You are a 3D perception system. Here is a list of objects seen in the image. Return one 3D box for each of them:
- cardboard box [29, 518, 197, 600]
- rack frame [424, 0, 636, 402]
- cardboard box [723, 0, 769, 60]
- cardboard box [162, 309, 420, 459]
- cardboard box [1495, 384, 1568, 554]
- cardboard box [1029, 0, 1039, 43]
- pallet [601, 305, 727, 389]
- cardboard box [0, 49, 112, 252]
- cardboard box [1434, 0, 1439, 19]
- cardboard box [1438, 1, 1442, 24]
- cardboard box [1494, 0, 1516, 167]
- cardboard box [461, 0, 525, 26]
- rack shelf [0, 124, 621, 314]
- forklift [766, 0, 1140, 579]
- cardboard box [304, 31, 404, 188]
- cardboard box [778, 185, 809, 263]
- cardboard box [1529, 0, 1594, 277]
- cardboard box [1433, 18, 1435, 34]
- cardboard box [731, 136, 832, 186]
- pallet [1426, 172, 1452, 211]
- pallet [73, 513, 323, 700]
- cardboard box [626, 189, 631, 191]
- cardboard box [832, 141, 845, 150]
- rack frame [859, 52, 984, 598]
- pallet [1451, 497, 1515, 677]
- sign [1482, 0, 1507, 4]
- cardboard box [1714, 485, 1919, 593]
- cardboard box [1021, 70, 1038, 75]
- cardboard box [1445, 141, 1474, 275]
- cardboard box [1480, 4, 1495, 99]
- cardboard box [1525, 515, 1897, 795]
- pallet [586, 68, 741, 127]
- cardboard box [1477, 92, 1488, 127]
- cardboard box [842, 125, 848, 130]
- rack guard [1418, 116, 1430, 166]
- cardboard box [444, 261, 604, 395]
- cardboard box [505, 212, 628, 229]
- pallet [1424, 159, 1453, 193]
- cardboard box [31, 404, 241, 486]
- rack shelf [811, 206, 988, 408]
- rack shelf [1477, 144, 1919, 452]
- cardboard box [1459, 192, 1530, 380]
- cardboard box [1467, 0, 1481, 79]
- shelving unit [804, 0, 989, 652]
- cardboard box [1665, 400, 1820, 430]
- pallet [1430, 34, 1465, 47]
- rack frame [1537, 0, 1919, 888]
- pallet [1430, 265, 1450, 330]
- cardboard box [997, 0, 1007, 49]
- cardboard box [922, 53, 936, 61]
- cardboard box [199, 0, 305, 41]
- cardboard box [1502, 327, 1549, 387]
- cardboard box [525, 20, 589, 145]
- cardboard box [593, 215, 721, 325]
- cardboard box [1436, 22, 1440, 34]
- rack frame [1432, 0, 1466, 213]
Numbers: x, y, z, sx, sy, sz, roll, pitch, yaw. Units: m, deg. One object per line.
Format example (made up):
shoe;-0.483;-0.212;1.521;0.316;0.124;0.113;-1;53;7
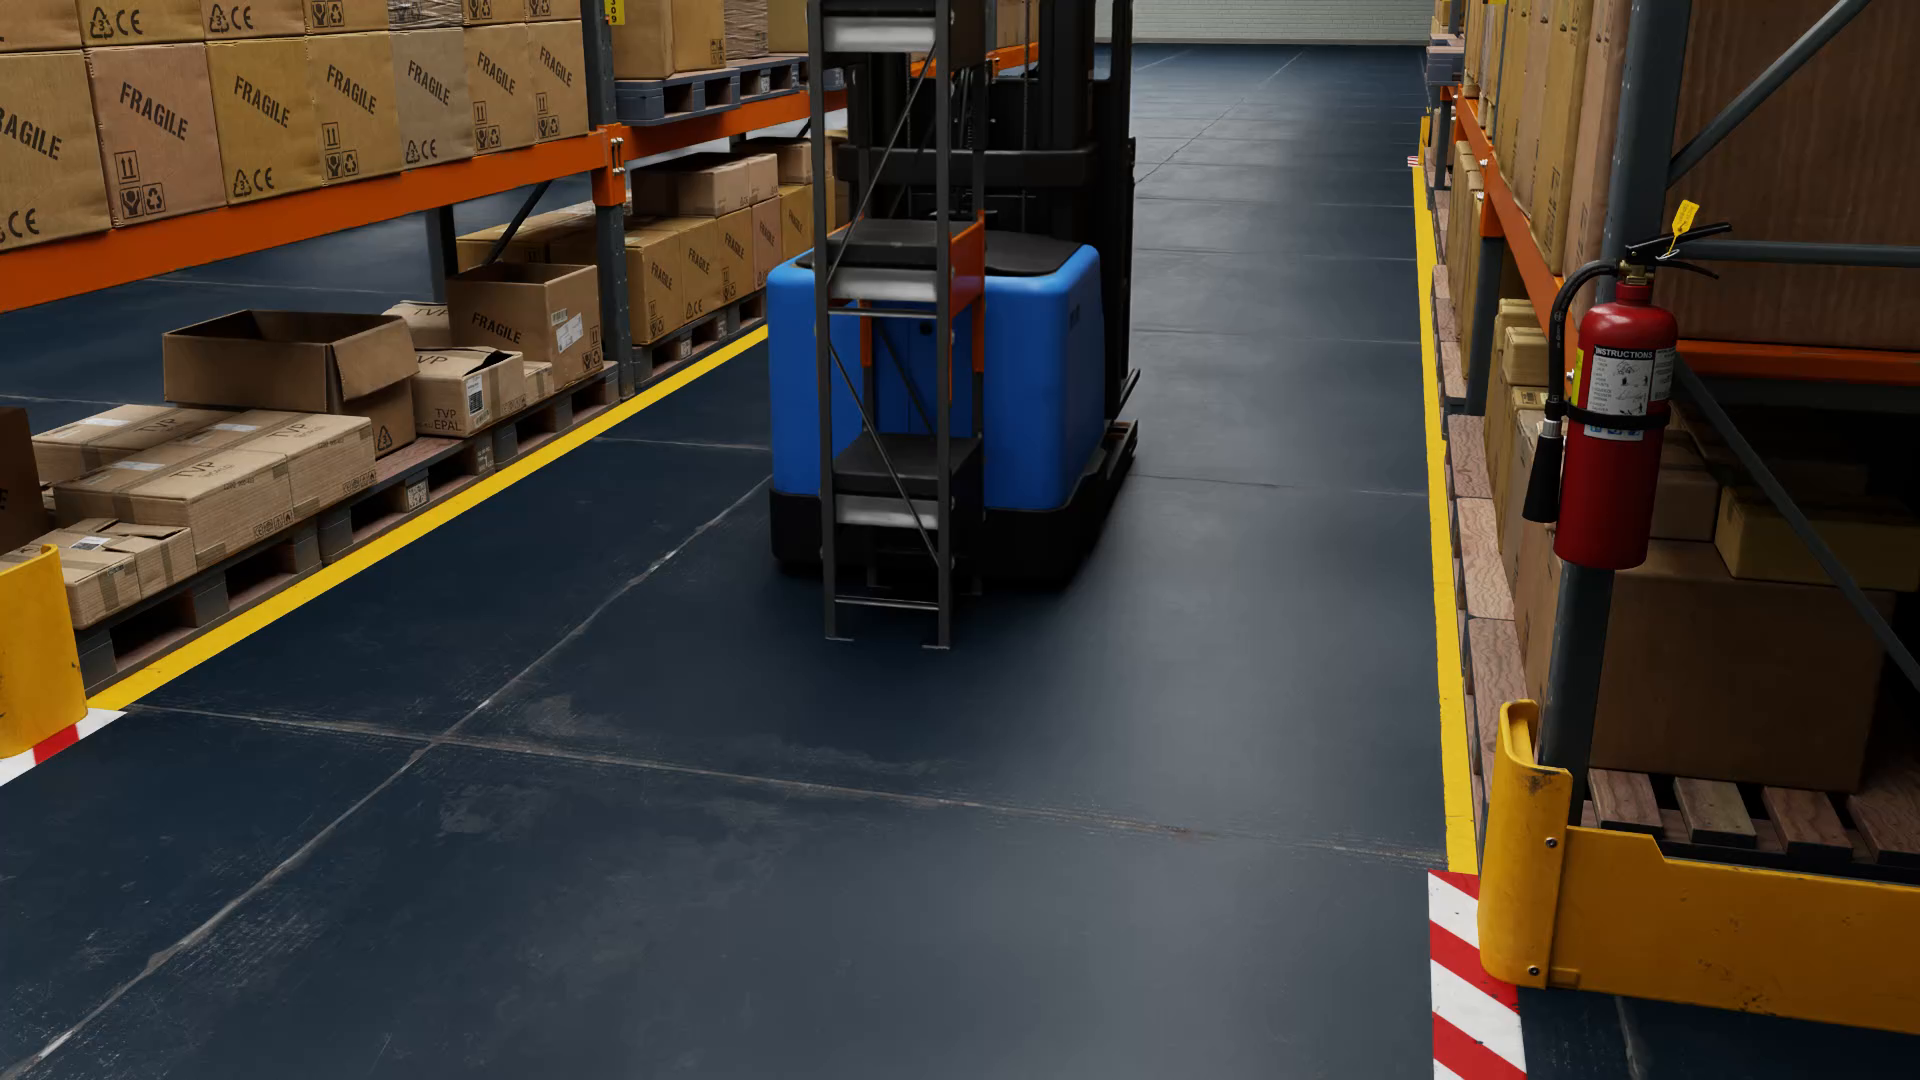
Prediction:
cardboard box;-2.597;0.049;5.107;0.380;0.166;0.250;5;19;13
rack frame;-2.117;-2.155;7.856;1.000;3.000;0.127;5;19;13
cardboard box;-1.592;-3.177;10.043;0.700;0.500;0.500;9;21;24
cardboard box;-2.571;-0.593;6.463;0.797;0.503;0.637;5;19;13
cardboard box;2.152;-0.237;5.457;0.700;0.500;0.500;5;20;15
cardboard box;0.438;-5.498;17.489;0.700;0.500;0.500;5;19;14
pallet;-1.955;-1.093;9.062;1.003;0.211;1.213;5;19;13
cardboard box;-2.730;-1.067;4.516;0.500;0.500;0.500;5;20;15
cardboard box;4.949;-5.378;16.333;0.500;0.500;0.500;4;19;12
cardboard box;4.574;-4.895;14.920;0.500;0.500;0.500;5;19;13
cardboard box;2.539;-1.738;6.172;0.980;0.700;0.700;5;19;14
cardboard box;-2.112;-2.336;6.684;0.500;0.500;0.500;4;19;12
rack shelf;-2.605;-1.188;6.137;1.077;0.370;4.000;5;19;13
forklift;0.158;-1.695;6.615;1.130;2.935;3.031;4;19;12
cardboard box;-2.360;-1.543;5.908;0.500;0.500;0.500;5;19;14
cardboard box;-1.267;-1.960;10.472;0.500;0.500;0.500;4;19;11
cardboard box;1.992;-1.043;4.136;0.980;0.700;0.700;5;19;13
cardboard box;5.080;-5.173;16.893;0.500;0.250;0.500;4;19;12
cardboard box;-1.150;-2.459;10.773;0.500;0.250;0.500;5;20;15
pallet;4.772;-3.166;15.130;1.003;0.211;1.213;5;19;13
pallet;-2.881;0.145;5.438;1.003;0.211;1.213;5;19;13
cardboard box;-1.778;-1.993;10.567;0.500;0.500;0.500;4;19;13
cardboard box;-1.129;-2.919;12.829;0.500;0.311;0.500;4;19;13
rack frame;-0.122;-0.815;5.325;0.400;2.100;0.015;4;19;12
pallet;2.130;0.170;5.362;1.003;0.211;1.213;5;19;13
sign;2.159;-2.315;6.656;0.100;0.325;0.005;5;19;13
cardboard box;1.948;-0.006;3.779;0.380;0.149;0.250;5;19;14
cardboard box;0.973;-4.977;18.562;0.500;0.500;0.500;5;19;13
cardboard box;3.358;-1.980;10.020;0.750;0.750;0.750;4;19;13
cardboard box;2.671;-2.288;7.599;0.500;0.500;0.500;5;19;14
cardboard box;1.785;0.246;4.045;0.700;0.500;0.500;5;19;13
pallet;-1.816;-2.306;8.595;1.003;0.211;1.213;5;19;13
cardboard box;2.649;-2.030;7.848;0.380;0.149;0.250;5;19;13
cardboard box;-0.757;-3.397;14.228;0.500;0.311;0.500;4;19;12
rack guard;5.601;-4.319;18.060;1.175;0.500;0.348;5;19;13
cardboard box;-1.981;-0.979;7.601;0.500;0.500;0.500;5;19;13
cardboard box;-2.145;-1.512;9.160;0.500;0.500;0.500;5;19;14
pallet;5.068;-3.550;16.253;1.003;0.211;1.213;5;19;13
cardboard box;-2.939;-0.294;5.980;0.500;0.250;0.500;5;19;13
rack shelf;-0.174;-0.725;5.104;0.431;0.518;0.480;4;19;12
rack shelf;2.199;-0.798;4.995;1.077;0.370;4.000;5;19;13
cardboard box;2.721;-1.160;7.620;0.750;0.750;0.750;5;19;14
cardboard box;3.039;-2.765;8.997;0.500;0.500;0.500;5;19;13
shelving unit;-0.174;-0.738;5.100;0.431;2.100;0.503;4;19;12
cardboard box;2.194;-0.323;4.708;0.380;0.149;0.250;5;19;14
pallet;4.315;-3.954;13.419;1.003;0.211;1.213;5;19;13
rack frame;1.711;-0.511;3.044;1.000;3.000;0.127;5;19;13
pallet;3.399;-1.458;10.129;1.003;0.211;1.213;5;19;13
cardboard box;0.063;-5.015;16.075;0.700;0.500;0.500;4;19;13
cardboard box;-0.494;-4.305;13.997;0.500;0.500;0.500;6;20;17
cardboard box;-2.482;-1.861;5.293;0.500;0.500;0.500;5;19;14
cardboard box;2.018;-0.605;5.532;0.380;0.149;0.250;4;19;12
cardboard box;-1.990;-2.025;7.322;0.500;0.500;0.500;5;19;14
cardboard box;-1.643;-1.481;9.069;0.500;0.500;0.500;5;19;14
cardboard box;4.702;-4.698;15.501;0.500;0.250;0.500;5;19;13
rack frame;4.642;-4.272;14.055;1.000;3.000;0.127;5;19;13
